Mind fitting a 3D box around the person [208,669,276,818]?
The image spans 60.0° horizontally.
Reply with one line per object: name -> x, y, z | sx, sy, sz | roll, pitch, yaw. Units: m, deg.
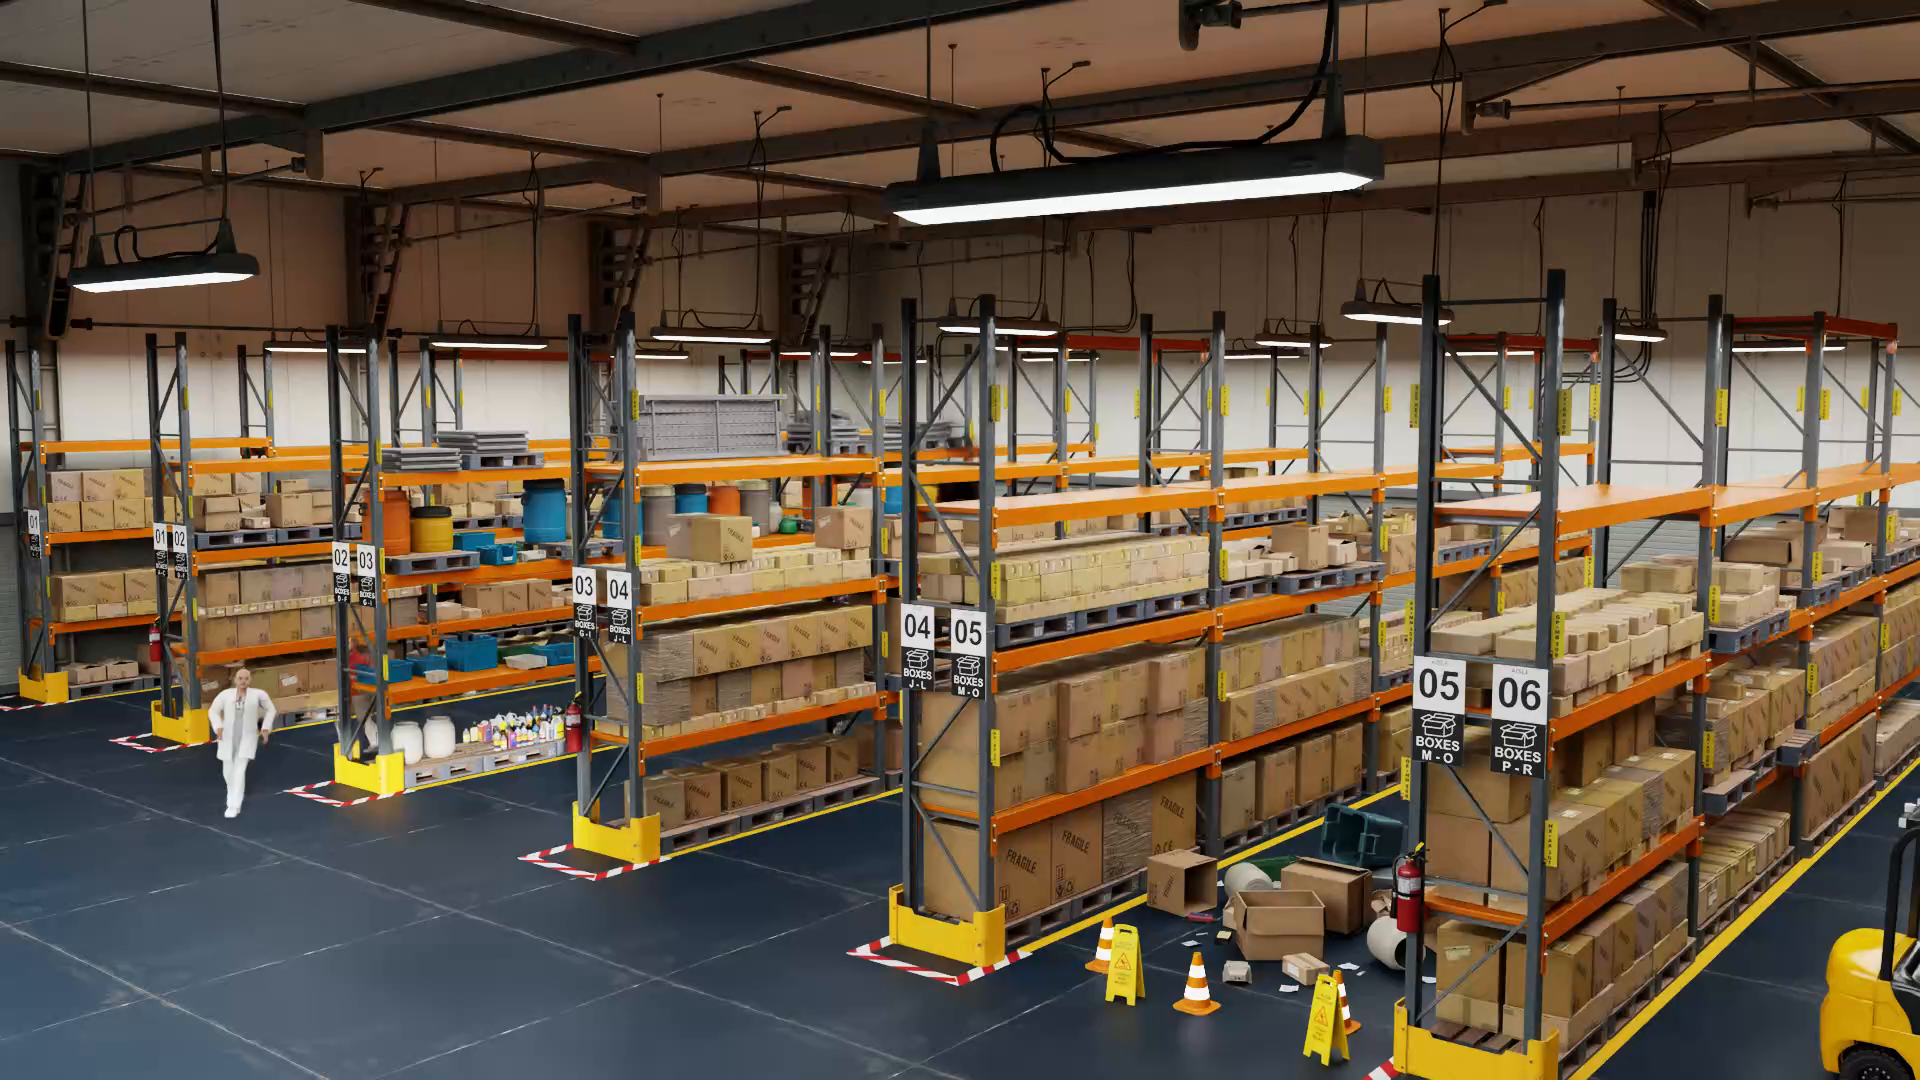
person -> -8.806, 2.489, 20.390 | 0.760, 1.667, 0.953 | -1, 5, -12

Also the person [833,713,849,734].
person -> -1.790, 1.964, 23.538 | 0.522, 1.675, 0.673 | 4, 6, 35

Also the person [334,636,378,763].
person -> -8.435, 2.235, 23.278 | 0.626, 1.809, 0.800 | 3, 6, 28
